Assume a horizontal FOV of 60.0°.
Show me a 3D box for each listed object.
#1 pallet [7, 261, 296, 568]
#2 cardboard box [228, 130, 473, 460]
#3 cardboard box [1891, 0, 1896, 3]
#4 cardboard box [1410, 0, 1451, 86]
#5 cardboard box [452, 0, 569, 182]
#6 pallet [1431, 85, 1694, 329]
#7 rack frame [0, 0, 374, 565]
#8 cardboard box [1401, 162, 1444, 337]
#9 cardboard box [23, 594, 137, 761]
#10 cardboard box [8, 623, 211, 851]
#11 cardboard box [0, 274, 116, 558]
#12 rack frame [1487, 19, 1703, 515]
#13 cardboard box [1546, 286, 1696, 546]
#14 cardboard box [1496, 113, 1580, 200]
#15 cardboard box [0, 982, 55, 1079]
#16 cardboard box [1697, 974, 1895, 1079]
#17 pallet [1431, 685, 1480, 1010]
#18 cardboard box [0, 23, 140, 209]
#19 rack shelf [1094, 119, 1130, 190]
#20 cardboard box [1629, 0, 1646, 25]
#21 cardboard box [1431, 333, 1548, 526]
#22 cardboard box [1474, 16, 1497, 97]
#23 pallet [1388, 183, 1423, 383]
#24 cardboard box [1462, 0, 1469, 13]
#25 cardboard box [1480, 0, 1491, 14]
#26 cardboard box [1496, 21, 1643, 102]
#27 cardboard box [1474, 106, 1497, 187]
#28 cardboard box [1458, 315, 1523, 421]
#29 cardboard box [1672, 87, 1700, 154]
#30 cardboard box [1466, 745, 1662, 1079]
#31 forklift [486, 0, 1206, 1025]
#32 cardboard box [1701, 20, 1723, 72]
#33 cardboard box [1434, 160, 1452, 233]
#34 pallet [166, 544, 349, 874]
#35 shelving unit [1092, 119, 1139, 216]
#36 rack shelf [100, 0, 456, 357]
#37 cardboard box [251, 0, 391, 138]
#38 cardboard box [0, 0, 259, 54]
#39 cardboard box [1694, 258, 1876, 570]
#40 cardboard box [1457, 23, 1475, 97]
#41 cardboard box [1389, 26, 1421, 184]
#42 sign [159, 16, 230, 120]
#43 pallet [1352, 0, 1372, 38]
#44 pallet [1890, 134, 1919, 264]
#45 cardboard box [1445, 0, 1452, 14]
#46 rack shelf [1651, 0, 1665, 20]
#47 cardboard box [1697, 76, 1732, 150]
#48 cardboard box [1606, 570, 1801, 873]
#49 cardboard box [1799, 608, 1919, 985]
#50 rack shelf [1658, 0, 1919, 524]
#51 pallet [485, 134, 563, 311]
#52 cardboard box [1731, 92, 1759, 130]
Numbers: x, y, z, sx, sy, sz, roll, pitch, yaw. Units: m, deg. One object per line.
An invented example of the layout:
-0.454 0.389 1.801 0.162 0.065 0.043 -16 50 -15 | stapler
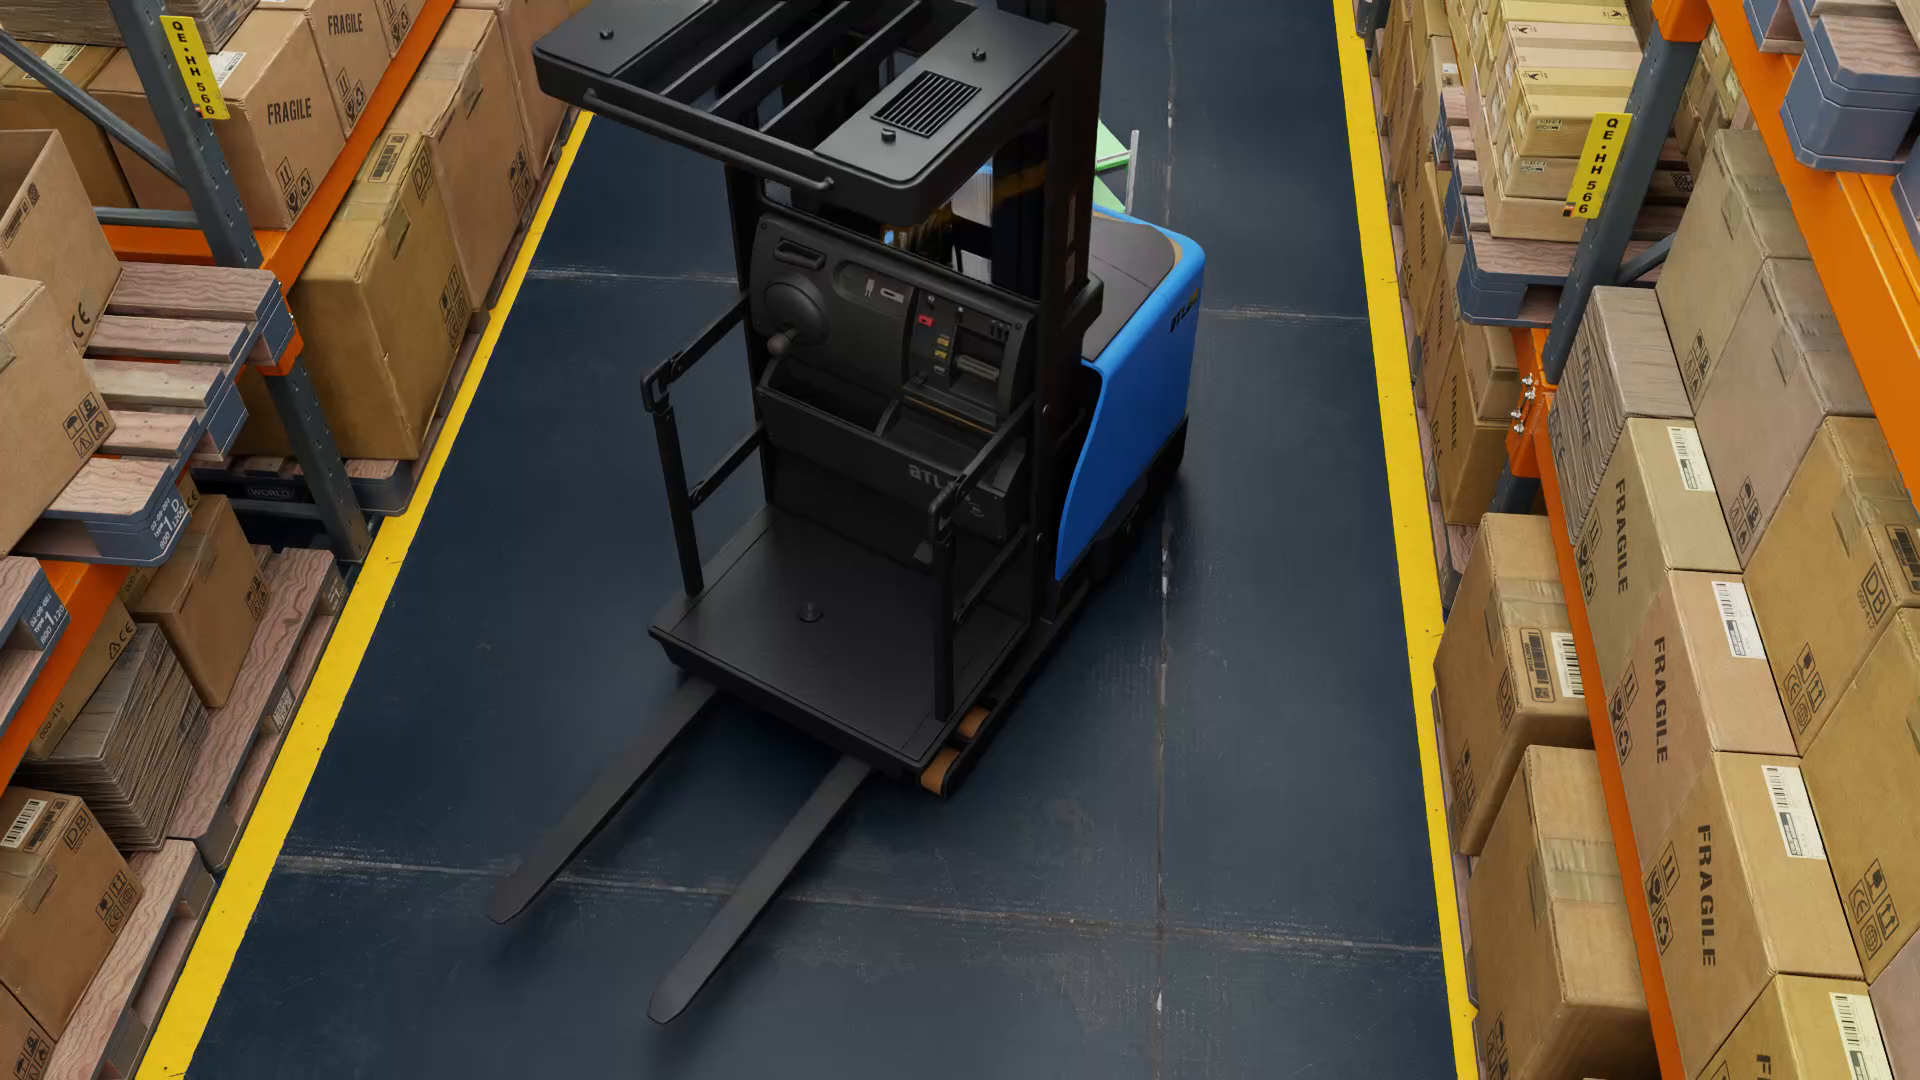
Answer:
-2.666 -0.403 4.716 1.213 0.211 1.003 4 48 4 | pallet
-2.623 -0.929 6.222 1.225 0.875 0.875 2 48 2 | cardboard box
1.938 -1.232 3.019 0.500 0.311 0.500 4 48 4 | cardboard box
2.211 -2.165 7.098 0.500 0.250 0.500 5 48 5 | cardboard box
-2.461 -2.234 7.416 1.225 0.875 0.875 2 48 2 | cardboard box
2.182 -1.057 5.314 1.213 0.211 1.003 4 48 4 | pallet
-2.707 -0.999 5.131 1.000 3.000 0.127 4 48 4 | rack frame
2.106 -1.161 6.689 0.500 0.500 0.500 2 48 2 | cardboard box
-2.776 0.328 4.805 0.500 0.250 0.500 9 48 8 | cardboard box
-2.786 0.599 5.066 0.700 0.500 0.500 0 48 0 | cardboard box
-2.668 -0.358 4.192 0.700 0.500 0.500 10 48 9 | cardboard box
2.223 -0.591 4.758 1.000 3.000 0.127 4 48 4 | rack frame
1.913 -0.313 4.436 0.500 0.500 0.500 4 48 4 | cardboard box
1.815 -1.142 4.946 0.380 0.149 0.250 5 48 4 | cardboard box
-2.881 1.426 4.309 0.700 0.500 0.500 0 48 0 | cardboard box
1.732 1.171 3.079 0.500 0.500 0.500 4 48 4 | cardboard box
2.076 0.925 5.261 1.003 0.211 1.213 4 48 4 | pallet
-2.909 -1.412 5.441 0.500 0.500 0.500 5 48 5 | cardboard box
0.426 -1.469 6.216 0.258 0.148 0.480 -19 50 -17 | rack shelf
2.584 -1.937 5.875 0.380 0.149 0.250 4 48 4 | cardboard box
2.023 -0.390 5.983 0.500 0.500 0.500 4 48 3 | cardboard box
1.859 -1.532 5.302 0.380 0.149 0.250 5 48 4 | cardboard box
2.410 -1.118 7.129 1.003 0.211 1.213 4 48 4 | pallet
1.907 -1.898 5.637 0.380 0.149 0.250 4 48 3 | cardboard box
1.881 -1.813 5.358 0.380 0.149 0.250 5 48 5 | cardboard box
1.836 -1.424 5.002 0.380 0.149 0.250 3 48 3 | cardboard box
1.835 -1.224 5.222 0.380 0.149 0.250 4 48 3 | cardboard box
2.024 -0.662 5.724 0.500 0.250 0.500 3 48 3 | cardboard box
2.514 -1.358 5.345 0.380 0.149 0.250 6 48 5 | cardboard box
2.002 1.111 4.441 1.050 0.750 0.750 5 48 4 | cardboard box
-0.333 -0.550 4.767 1.130 2.935 3.031 24 52 21 | forklift
2.507 -1.553 5.120 0.380 0.149 0.250 4 48 3 | cardboard box
2.122 -1.407 6.405 0.500 0.250 0.500 5 48 4 | cardboard box
-2.780 0.517 5.635 1.003 0.211 1.213 4 48 4 | pallet
0.425 -1.188 6.523 0.258 1.200 0.503 -19 50 -17 | shelving unit
-2.525 -2.226 6.740 1.077 0.370 4.000 4 48 4 | rack shelf
-2.347 -1.750 5.750 0.500 0.500 0.500 3 48 2 | cardboard box
-2.624 -1.907 5.214 0.797 0.503 0.637 5 48 5 | cardboard box
2.128 -0.261 3.711 0.700 0.500 0.500 3 48 3 | cardboard box
1.884 -1.596 5.562 0.380 0.149 0.250 3 48 3 | cardboard box
2.210 -1.914 7.377 0.500 0.500 0.500 6 48 5 | cardboard box
-2.166 -1.333 4.706 0.100 0.325 0.005 4 48 4 | sign
2.614 -3.085 8.929 1.003 0.211 1.213 4 48 4 | pallet
2.118 -0.241 2.533 1.003 0.211 1.213 6 48 5 | pallet
1.932 -1.983 5.917 0.380 0.149 0.250 5 48 5 | cardboard box
2.405 -2.830 5.260 1.077 0.370 4.000 4 48 4 | rack shelf
2.490 -1.289 5.081 0.380 0.149 0.250 6 48 5 | cardboard box
1.823 0.431 3.755 0.500 0.500 0.500 4 48 3 | cardboard box
2.037 0.492 3.022 0.700 0.500 0.500 3 48 3 | cardboard box
2.041 0.109 2.572 1.077 0.370 4.000 4 48 4 | rack shelf
-2.446 -1.526 7.503 1.003 0.211 1.213 4 48 4 | pallet
2.459 -1.178 4.777 0.380 0.149 0.250 4 48 4 | cardboard box
